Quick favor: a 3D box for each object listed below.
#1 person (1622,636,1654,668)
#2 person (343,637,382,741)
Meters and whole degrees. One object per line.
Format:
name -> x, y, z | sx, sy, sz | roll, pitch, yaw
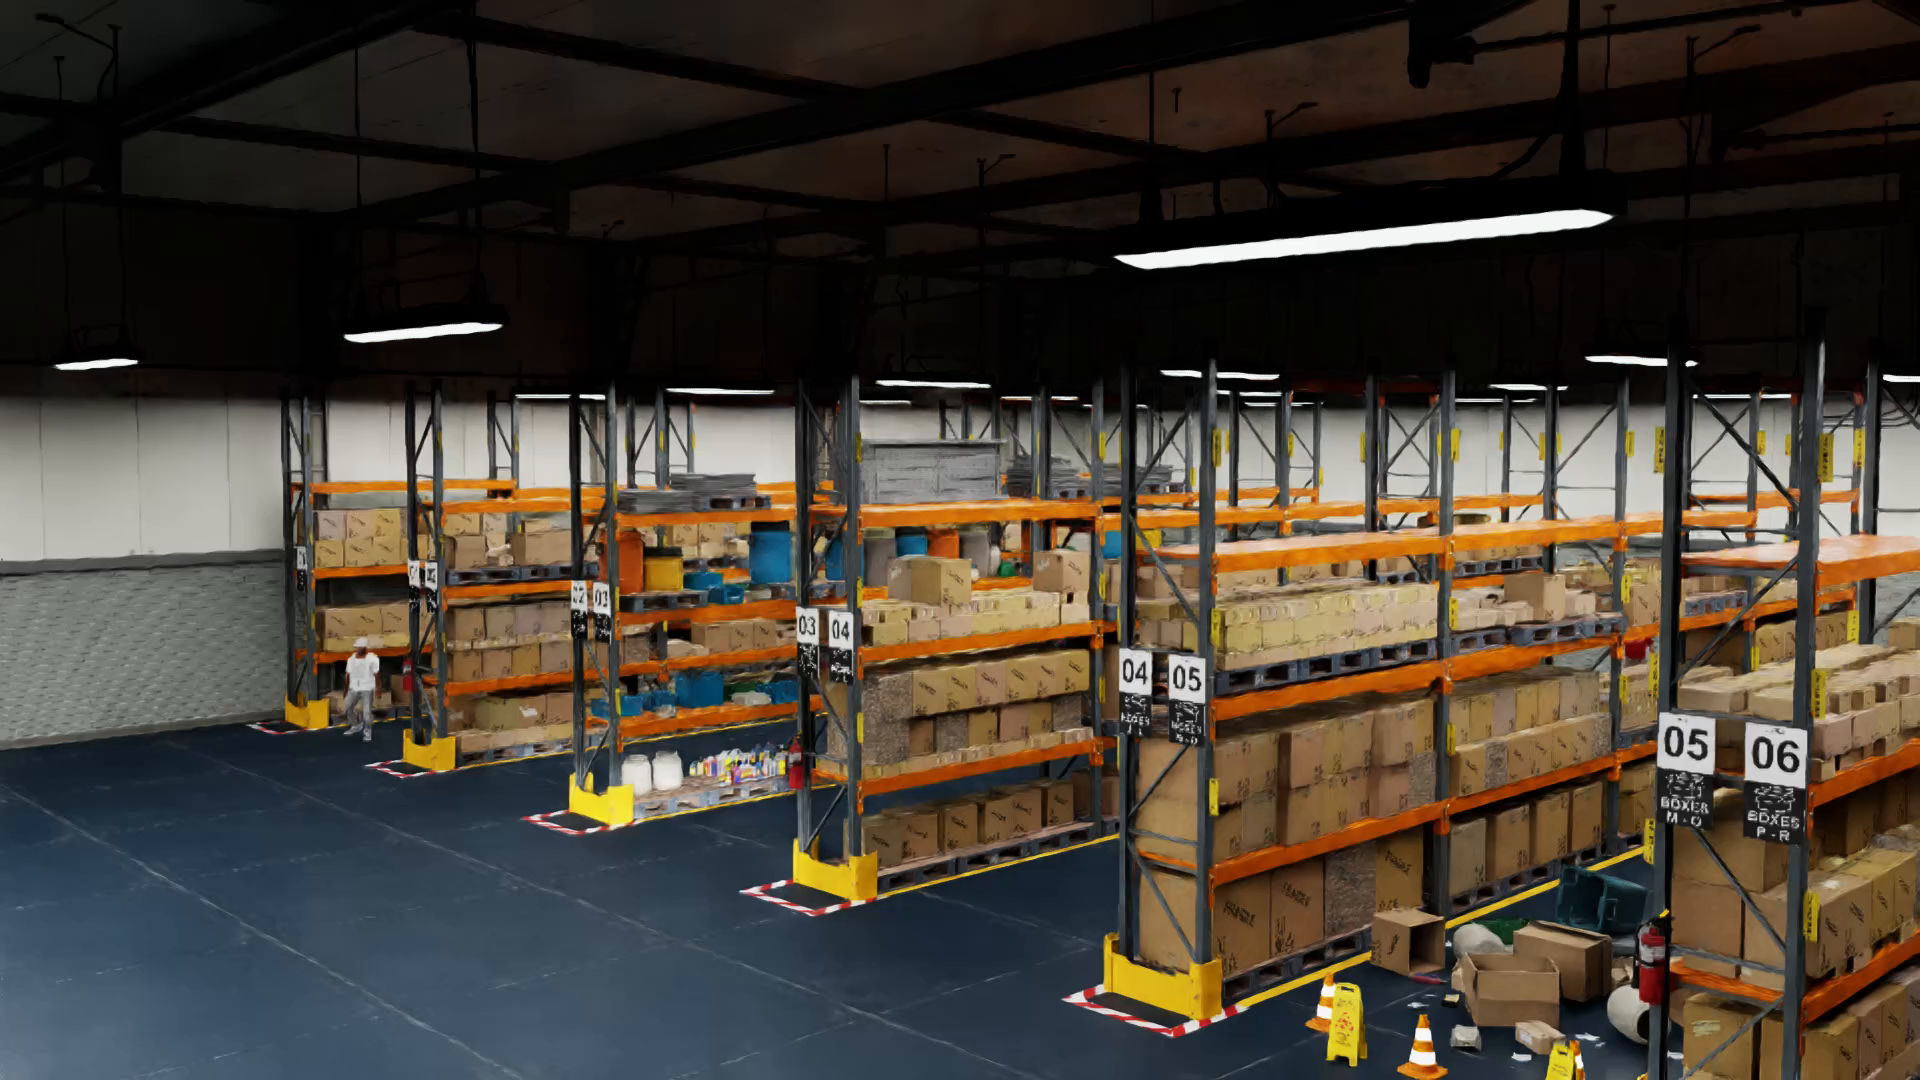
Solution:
person -> 12.834, 2.311, 31.538 | 0.700, 1.658, 0.863 | 2, 4, 30
person -> -10.105, 2.490, 28.010 | 0.720, 1.756, 0.526 | 0, 4, 6
